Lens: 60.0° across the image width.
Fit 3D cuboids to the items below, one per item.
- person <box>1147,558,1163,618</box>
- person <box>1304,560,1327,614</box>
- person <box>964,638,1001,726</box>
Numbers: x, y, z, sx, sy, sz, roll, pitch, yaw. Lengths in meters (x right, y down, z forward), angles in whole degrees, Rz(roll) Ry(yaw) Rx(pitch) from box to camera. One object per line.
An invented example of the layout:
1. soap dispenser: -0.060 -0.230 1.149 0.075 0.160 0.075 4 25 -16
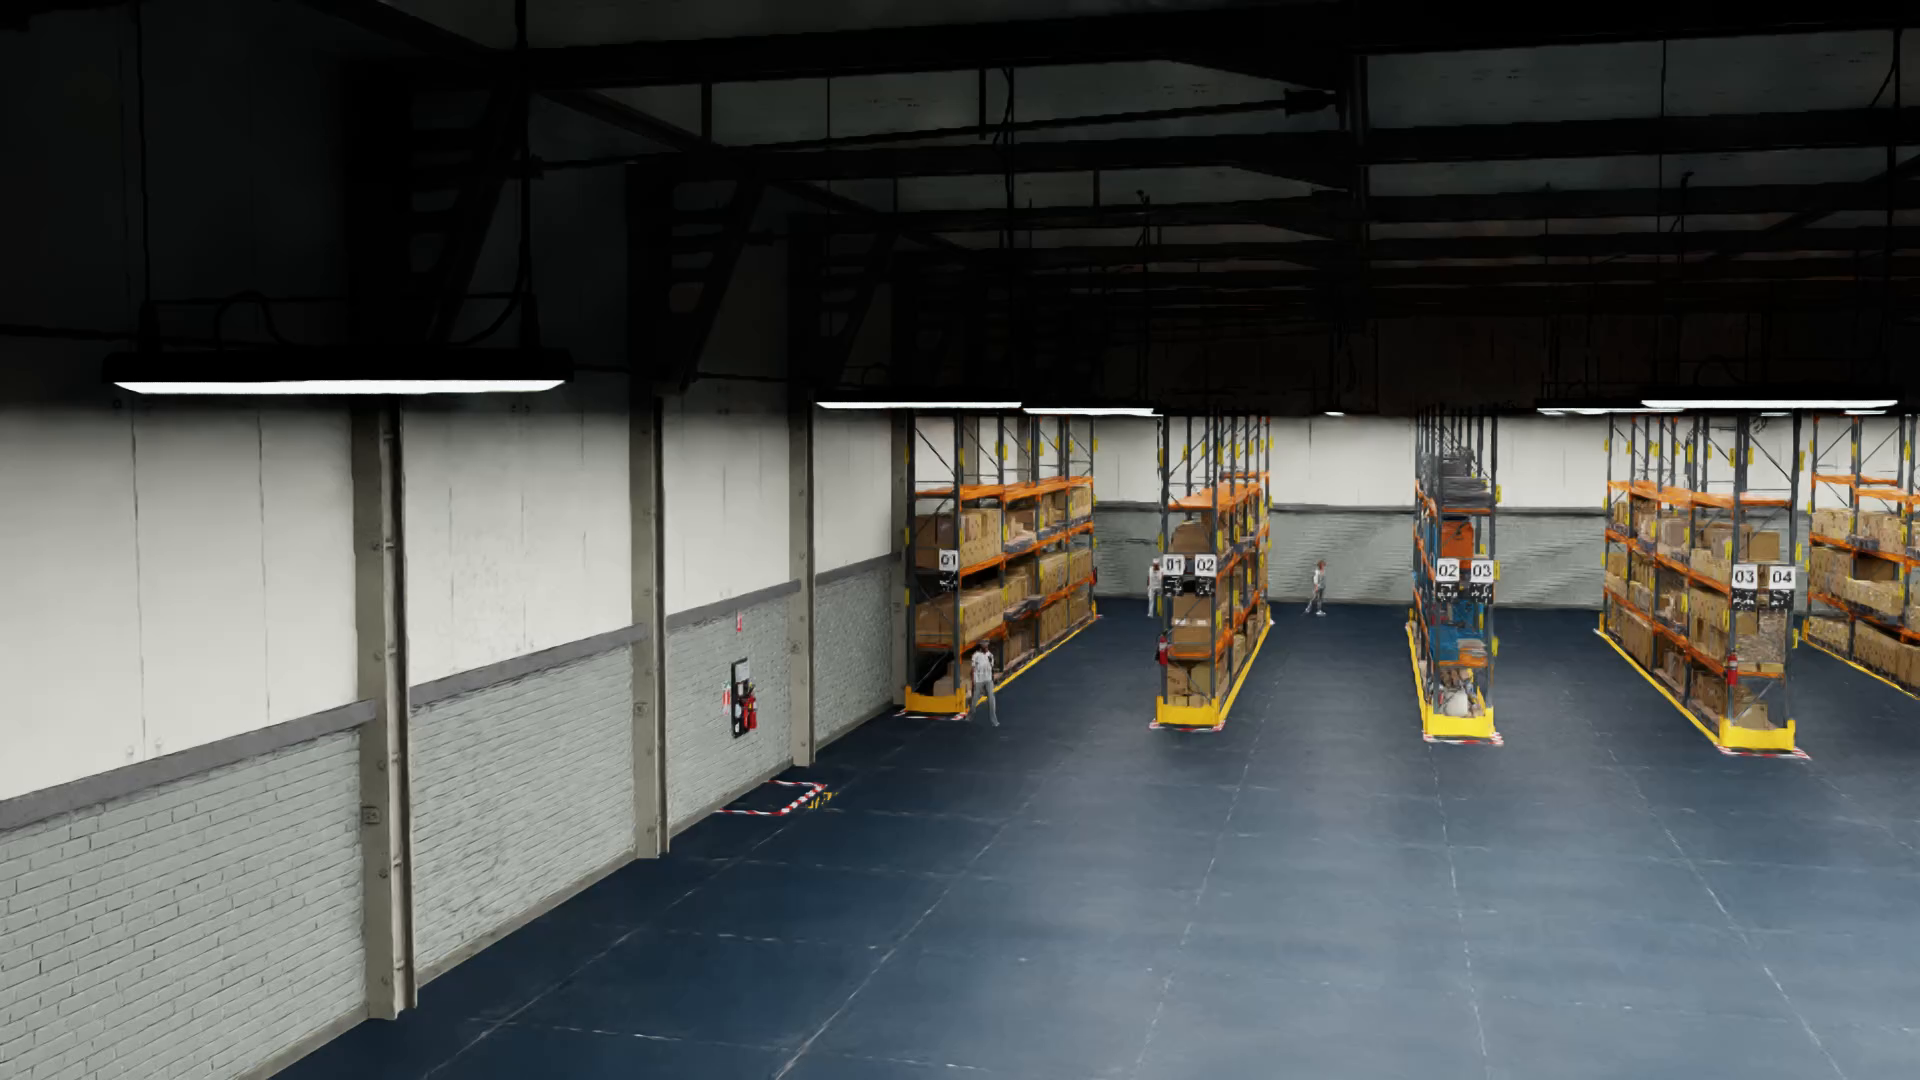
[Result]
1. person: 5.666 1.363 47.939 0.564 1.704 1.112 1 4 12
2. person: 10.421 1.389 48.707 0.600 1.589 0.466 -3 5 -32
3. person: 0.401 2.632 31.105 0.553 1.641 0.915 -1 4 -13
